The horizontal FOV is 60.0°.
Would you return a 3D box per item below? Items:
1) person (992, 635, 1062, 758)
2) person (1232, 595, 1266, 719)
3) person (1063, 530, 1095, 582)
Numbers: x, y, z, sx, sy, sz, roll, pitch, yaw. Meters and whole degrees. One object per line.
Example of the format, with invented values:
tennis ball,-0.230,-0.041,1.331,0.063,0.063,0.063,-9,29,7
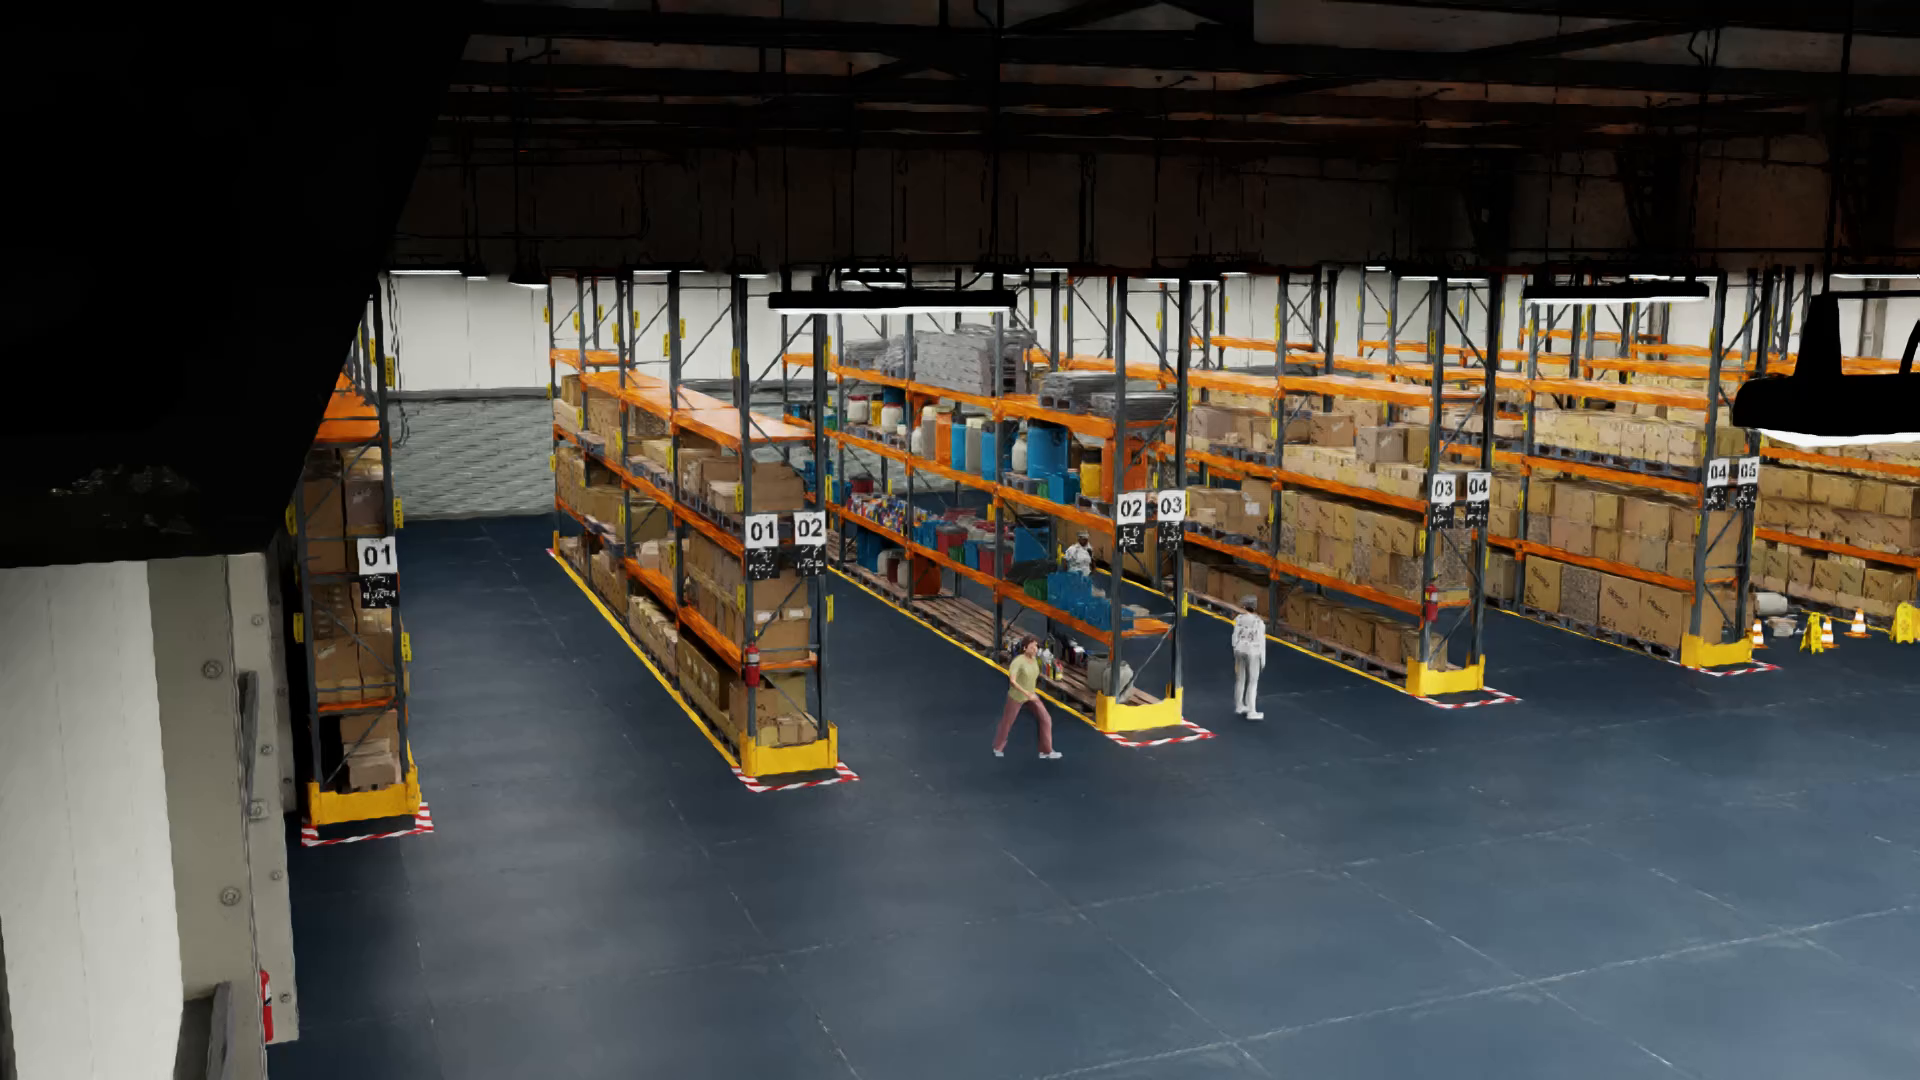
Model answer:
person,0.793,1.948,20.798,0.624,1.604,0.811,-8,13,-39
person,3.958,1.580,22.697,0.537,1.677,0.416,8,13,40
person,2.041,0.608,28.546,0.592,1.618,0.532,-4,11,-23
